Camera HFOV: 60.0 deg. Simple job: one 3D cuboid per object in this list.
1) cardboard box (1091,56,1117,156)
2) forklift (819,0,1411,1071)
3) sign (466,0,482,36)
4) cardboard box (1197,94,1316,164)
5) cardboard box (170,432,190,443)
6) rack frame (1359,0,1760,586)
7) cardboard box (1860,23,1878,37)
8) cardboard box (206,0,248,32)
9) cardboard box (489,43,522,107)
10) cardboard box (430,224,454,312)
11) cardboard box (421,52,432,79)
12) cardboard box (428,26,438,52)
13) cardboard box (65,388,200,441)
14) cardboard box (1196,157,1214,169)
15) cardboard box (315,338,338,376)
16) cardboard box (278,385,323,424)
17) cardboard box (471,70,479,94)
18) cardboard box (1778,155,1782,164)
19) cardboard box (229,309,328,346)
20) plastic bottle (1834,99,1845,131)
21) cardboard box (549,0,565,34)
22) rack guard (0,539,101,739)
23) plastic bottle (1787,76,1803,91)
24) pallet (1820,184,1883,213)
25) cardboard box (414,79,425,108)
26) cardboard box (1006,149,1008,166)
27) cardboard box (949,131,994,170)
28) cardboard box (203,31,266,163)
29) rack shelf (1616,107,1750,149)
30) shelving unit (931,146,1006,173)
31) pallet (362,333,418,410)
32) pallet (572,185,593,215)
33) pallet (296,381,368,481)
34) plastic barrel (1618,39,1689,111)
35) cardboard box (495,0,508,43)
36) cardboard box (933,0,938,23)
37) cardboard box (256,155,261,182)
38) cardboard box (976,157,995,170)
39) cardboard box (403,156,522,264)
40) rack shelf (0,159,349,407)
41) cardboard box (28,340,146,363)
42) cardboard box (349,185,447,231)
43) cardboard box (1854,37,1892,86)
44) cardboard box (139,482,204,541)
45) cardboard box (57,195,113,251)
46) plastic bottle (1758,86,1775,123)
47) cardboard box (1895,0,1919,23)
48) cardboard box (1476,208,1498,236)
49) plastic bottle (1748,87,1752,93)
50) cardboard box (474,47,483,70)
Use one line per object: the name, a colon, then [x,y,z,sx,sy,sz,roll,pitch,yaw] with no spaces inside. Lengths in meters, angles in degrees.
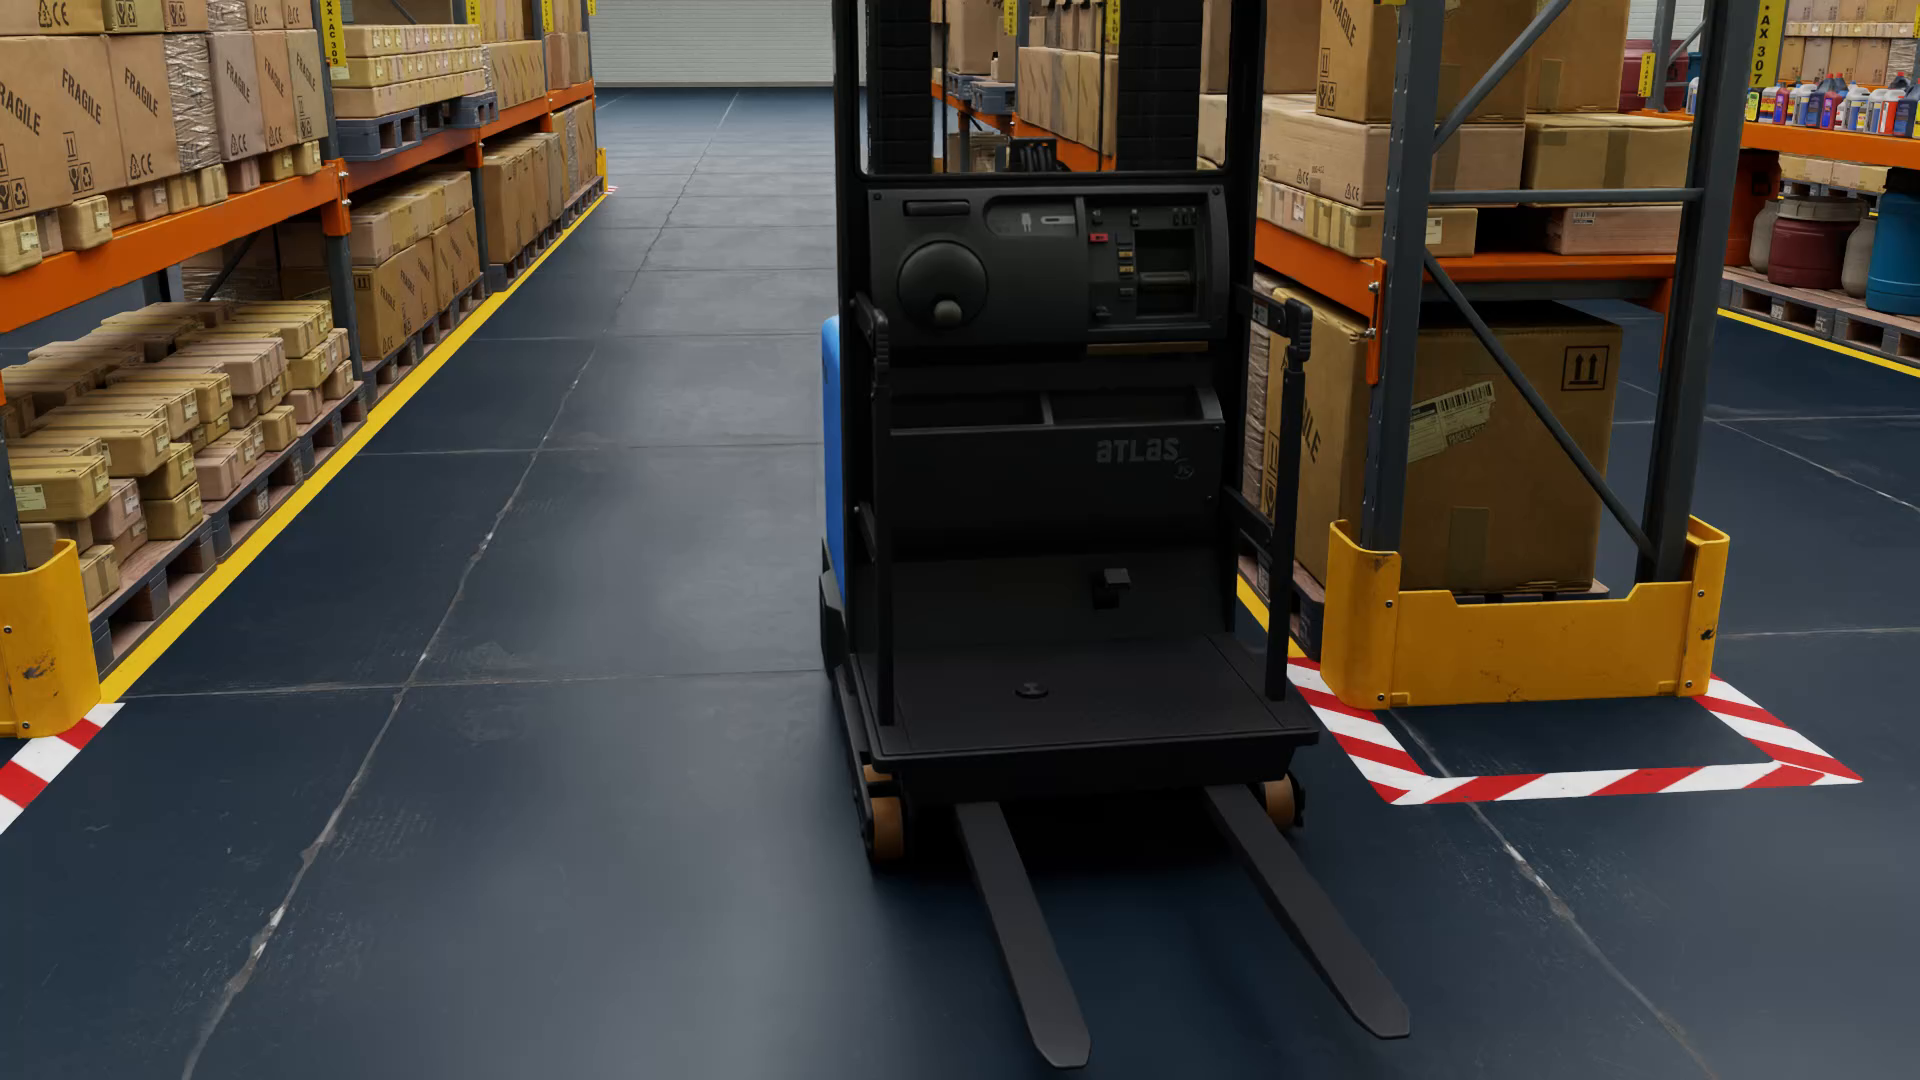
cardboard box: [1.005,-2.361,9.022,0.500,0.500,0.500,-2,18,-5]
forklift: [0.266,-0.712,4.052,1.130,2.935,3.031,-3,18,-8]
sign: [-3.492,-3.785,11.925,0.100,0.325,0.005,-2,18,-6]
cardboard box: [1.262,-1.655,6.694,0.500,0.250,0.500,-2,18,-6]
cardboard box: [-3.131,-0.323,6.260,0.380,0.149,0.250,-3,18,-8]
rack frame: [1.738,-0.990,4.824,1.000,3.000,0.127,-2,18,-6]
cardboard box: [10.032,-5.532,18.040,0.380,0.149,0.250,-2,18,-6]
cardboard box: [-3.204,-2.287,6.622,0.500,0.500,0.500,-1,17,-4]
cardboard box: [-3.965,-3.891,13.895,0.500,0.500,0.500,-2,18,-6]
cardboard box: [-3.583,-1.759,10.743,0.500,0.500,0.500,-3,18,-8]
cardboard box: [-3.342,-2.804,9.822,0.380,0.149,0.250,-2,18,-7]
cardboard box: [-3.368,-3.020,10.015,0.380,0.149,0.250,-1,17,-4]
cardboard box: [-3.096,-0.470,6.230,0.380,0.149,0.250,-1,17,-3]
cardboard box: [1.187,-1.500,6.865,0.380,0.149,0.250,-2,18,-7]
cardboard box: [-3.230,-0.877,8.024,0.380,0.149,0.250,-3,18,-8]
cardboard box: [-3.204,-0.636,7.754,0.380,0.149,0.250,-2,18,-7]
cardboard box: [-3.499,-3.125,11.340,0.380,0.149,0.250,-2,18,-6]
cardboard box: [9.882,-4.486,19.849,0.500,0.250,0.500,-2,18,-6]
cardboard box: [-3.257,-1.010,7.952,0.380,0.149,0.250,-2,17,-5]
plastic bottle: [5.723,-2.750,10.760,0.097,0.201,0.097,0,17,0]
cardboard box: [-4.539,-5.466,17.026,0.875,0.550,0.550,-2,18,-6]
rack guard: [-3.214,0.303,4.878,1.175,0.500,0.348,-2,18,-6]
plastic bottle: [6.305,-3.364,12.579,0.061,0.283,0.133,-2,18,-6]
pallet: [10.314,-3.778,18.360,1.003,0.211,1.213,-2,18,-6]
cardboard box: [-3.310,-2.579,9.602,0.380,0.149,0.250,-3,18,-8]
cardboard box: [0.963,-2.354,12.015,1.225,0.875,0.875,-3,18,-8]
cardboard box: [0.135,-4.579,19.725,0.500,0.500,0.500,1,17,5]
cardboard box: [-3.185,-1.810,6.772,0.500,0.500,0.500,-2,18,-6]
rack shelf: [5.633,-3.780,14.909,1.077,0.370,4.000,-2,18,-6]
shelving unit: [-0.008,-0.738,6.525,0.587,1.500,1.083,-2,18,-6]
pallet: [-3.700,-0.961,9.384,1.003,0.211,1.213,-2,18,-6]
pallet: [-4.573,-3.705,18.127,1.003,0.211,1.213,-2,18,-6]
pallet: [-3.514,-0.530,8.012,1.003,0.211,1.213,-2,18,-6]
plastic barrel: [5.490,-3.721,13.294,0.600,0.536,0.708,-2,18,-6]
cardboard box: [-4.280,-4.516,14.217,0.700,0.500,0.500,-2,18,-5]
cardboard box: [-0.029,-5.954,18.300,0.500,0.500,0.500,-2,18,-6]
cardboard box: [-3.295,-1.628,7.273,0.380,0.149,0.250,-2,18,-7]
cardboard box: [0.542,-3.399,15.936,0.700,0.500,0.500,-3,18,-10]
cardboard box: [-4.005,-2.562,12.885,1.050,0.750,0.750,-2,18,-6]
rack shelf: [-3.412,-1.120,6.438,1.077,0.370,4.000,-2,18,-6]
cardboard box: [-3.750,-0.761,7.158,0.380,0.149,0.250,-1,17,-4]
cardboard box: [-3.600,-2.119,10.638,0.500,0.250,0.500,-1,17,-4]
cardboard box: [10.241,-5.207,18.089,0.700,0.500,0.500,-2,18,-6]
cardboard box: [-3.000,-0.102,6.054,0.380,0.149,0.250,-2,17,-5]
cardboard box: [-2.955,-1.010,5.307,0.380,0.149,0.250,-2,18,-7]
plastic bottle: [5.632,-3.045,11.583,0.097,0.271,0.097,0,17,0]
cardboard box: [10.302,-5.669,17.395,0.700,0.500,0.500,-2,18,-5]
cardboard box: [1.975,-1.139,5.717,0.380,0.149,0.250,-2,18,-7]
plastic bottle: [5.655,-3.155,11.934,0.097,0.271,0.097,0,17,0]
cardboard box: [-3.527,-3.340,11.530,0.380,0.149,0.250,-1,17,-5]
